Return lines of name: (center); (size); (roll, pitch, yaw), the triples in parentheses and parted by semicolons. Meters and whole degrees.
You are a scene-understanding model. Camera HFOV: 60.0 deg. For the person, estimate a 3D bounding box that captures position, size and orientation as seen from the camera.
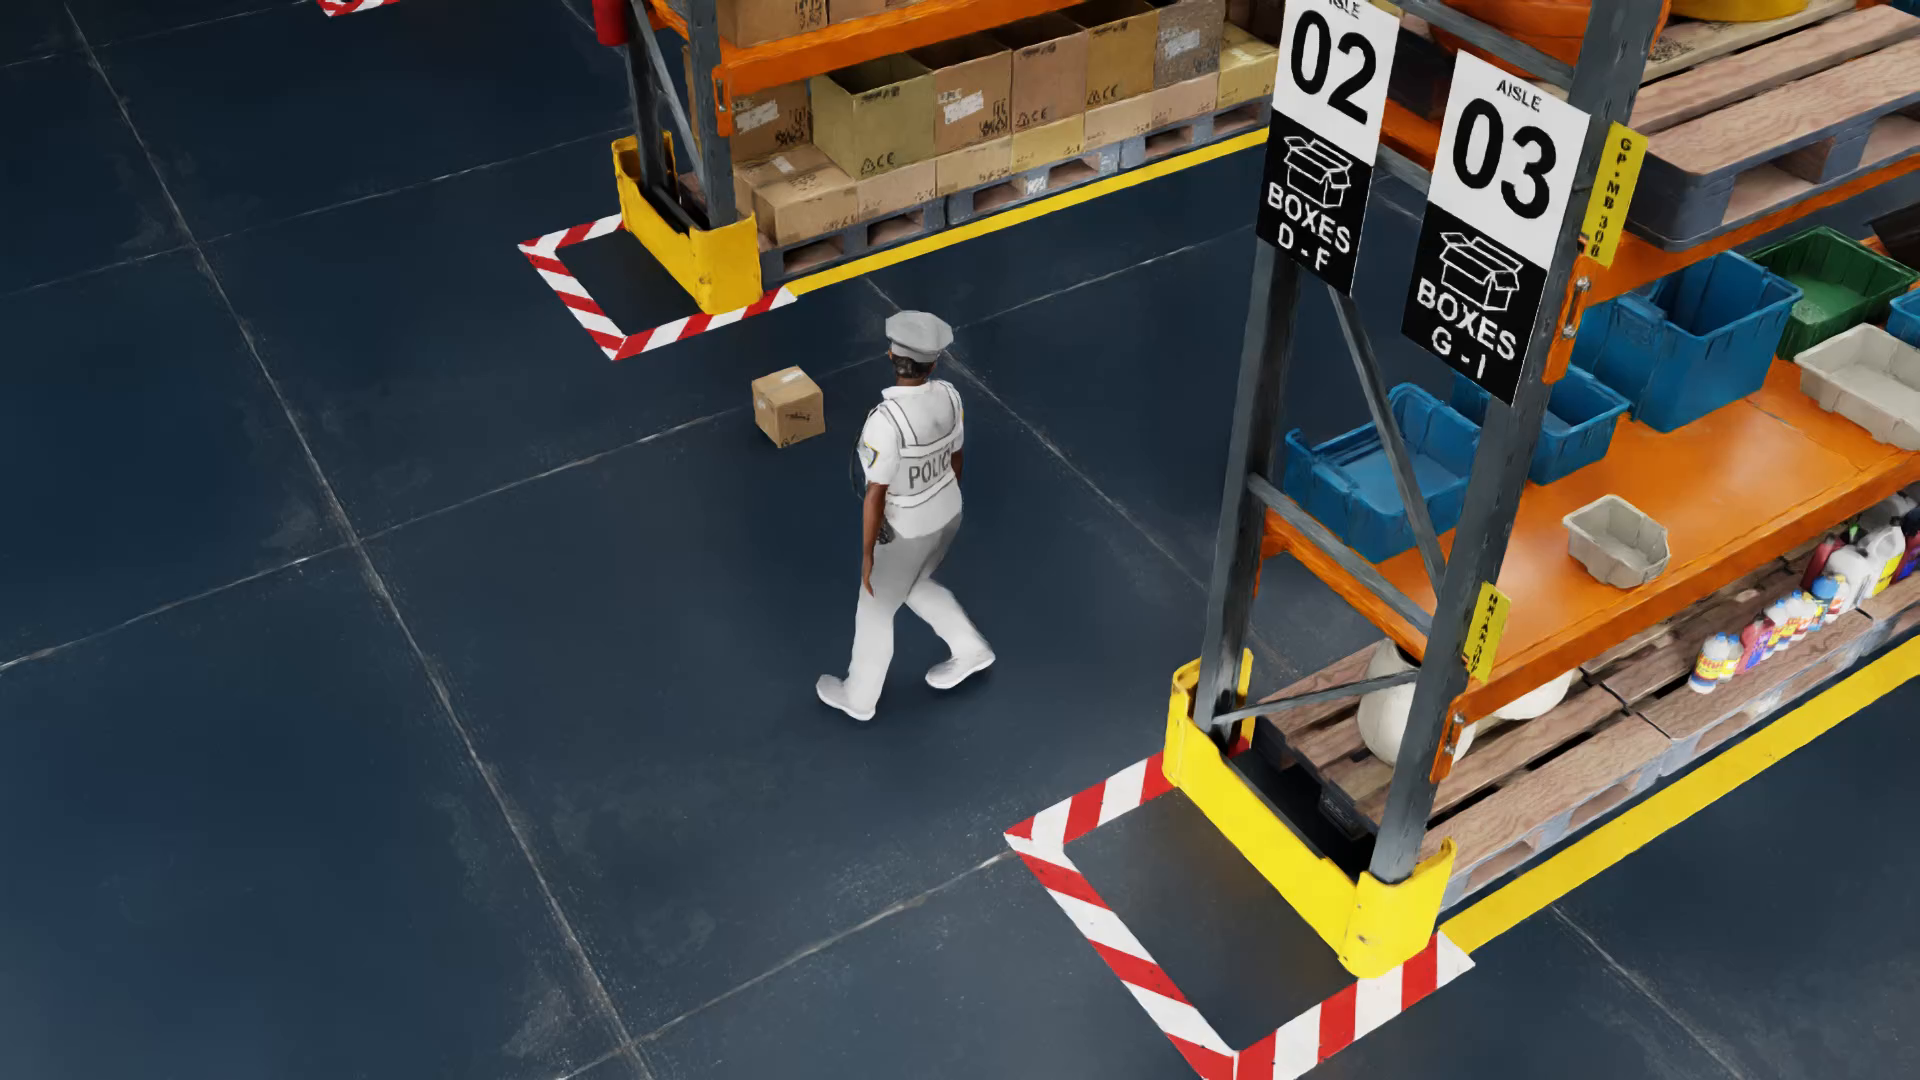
person: (-0.211, -0.043, 6.223); (0.595, 1.611, 0.603); (20, 45, 21)
